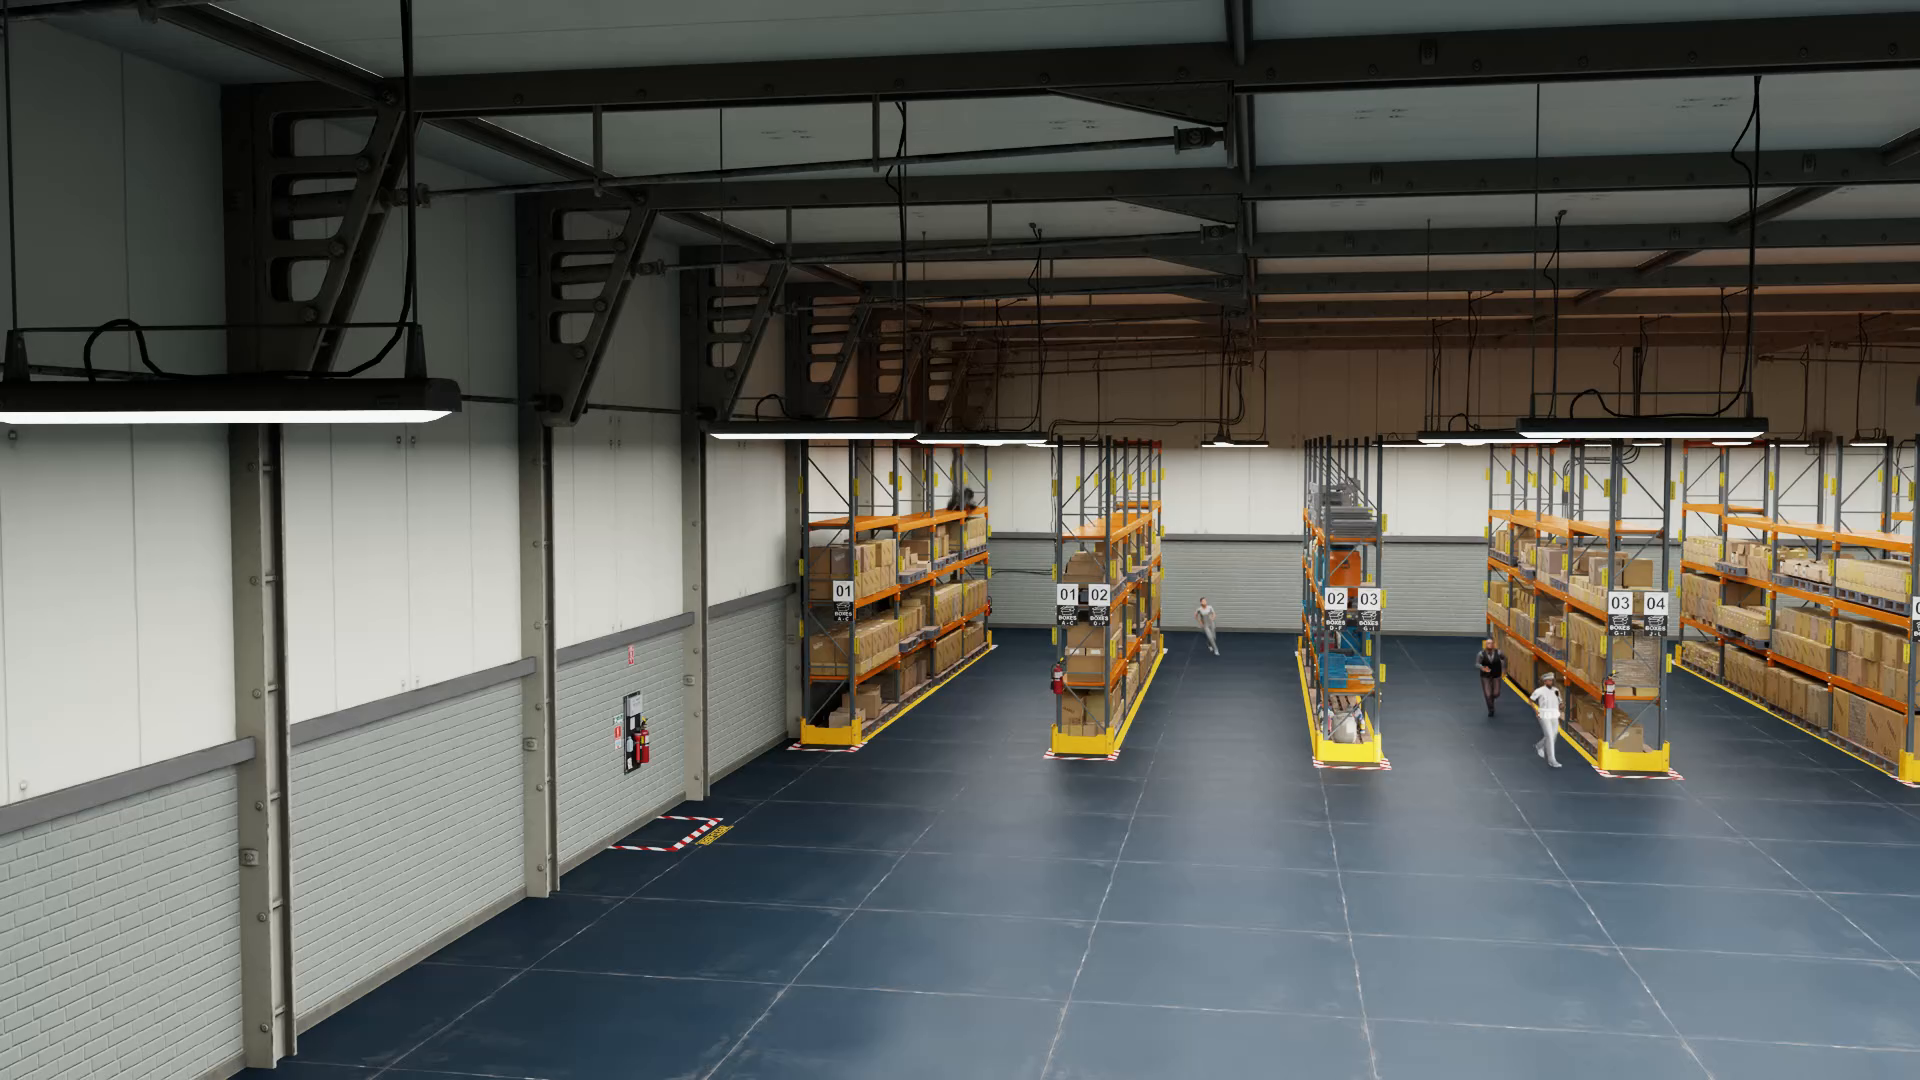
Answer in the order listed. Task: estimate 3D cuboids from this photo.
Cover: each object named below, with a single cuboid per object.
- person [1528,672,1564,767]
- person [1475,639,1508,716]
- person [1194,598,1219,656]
[{"bbox_3d":[10.683,3.229,30.235,0.586,1.674,0.911,-1,3,-14],"label":"person"},{"bbox_3d":[11.422,2.965,35.717,0.698,1.673,0.650,1,3,11],"label":"person"},{"bbox_3d":[6.897,2.407,46.650,0.628,1.605,0.838,0,3,-8],"label":"person"}]
